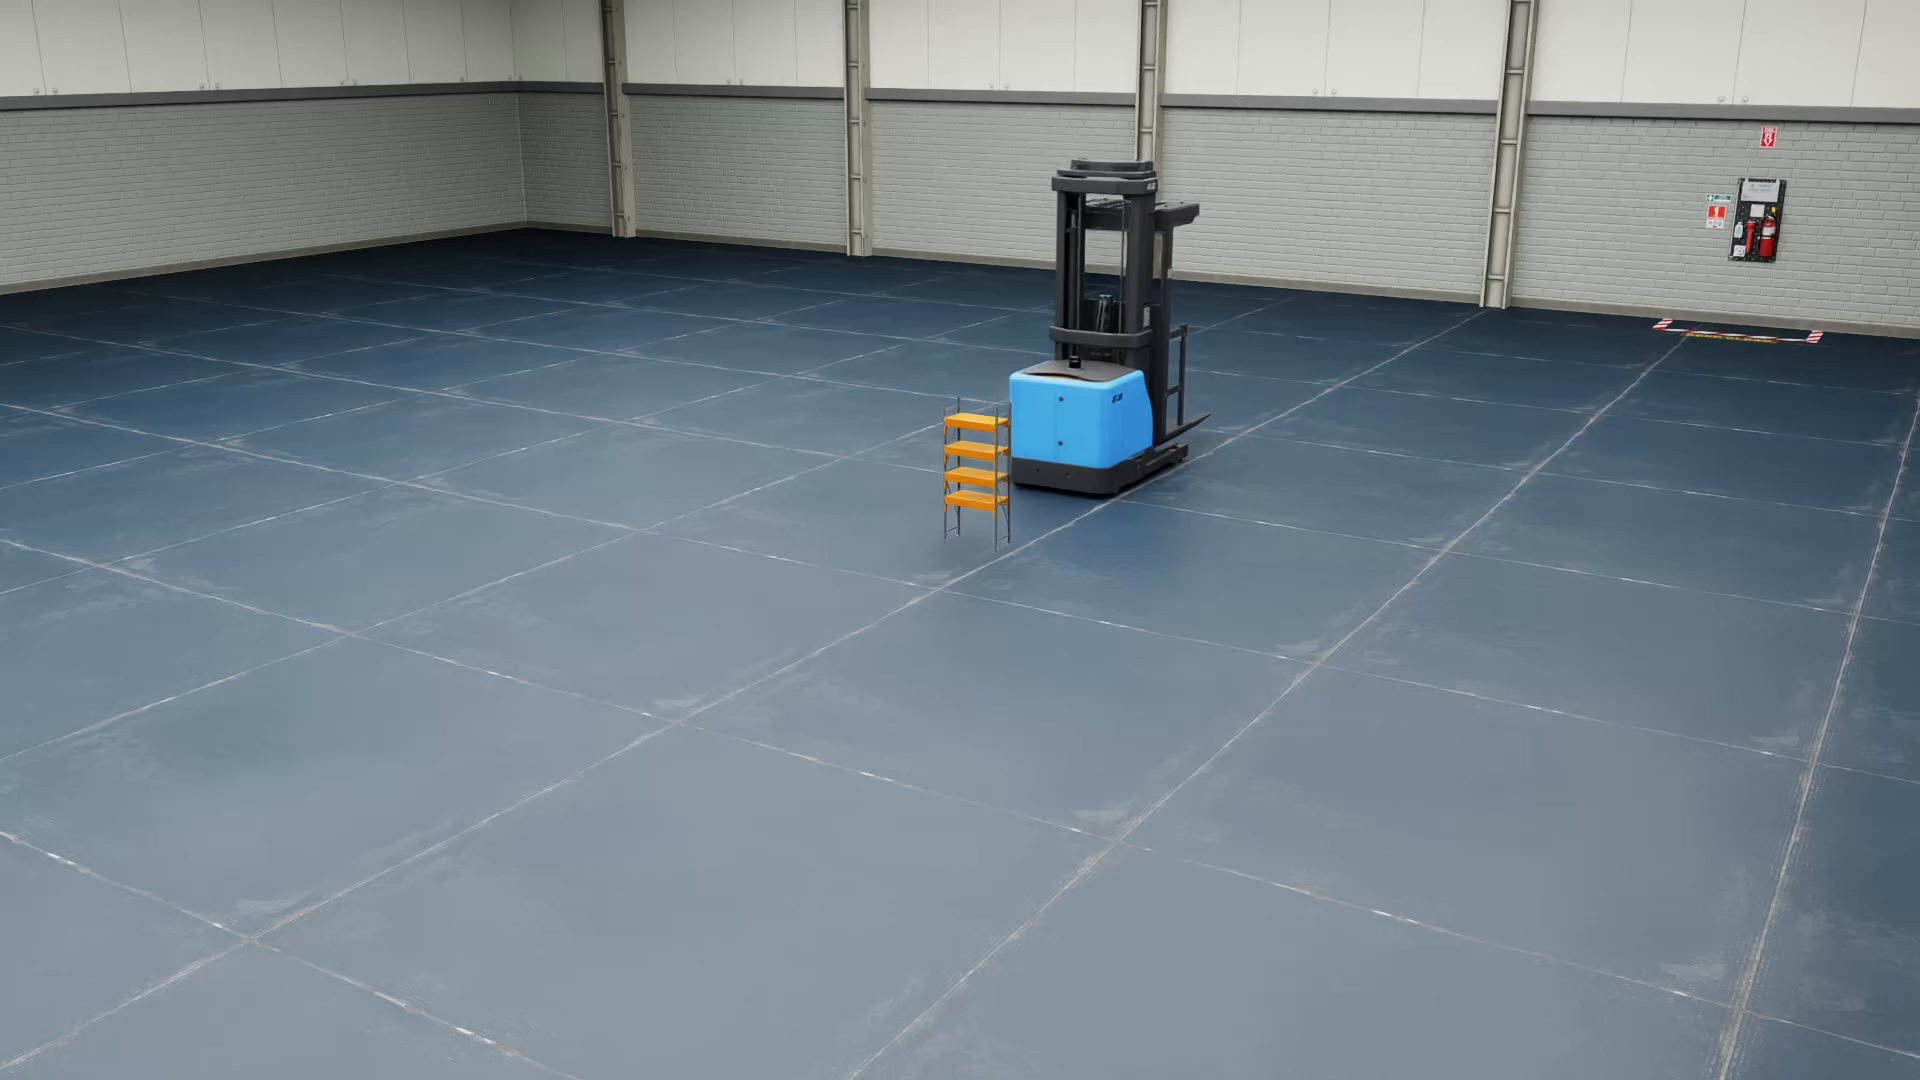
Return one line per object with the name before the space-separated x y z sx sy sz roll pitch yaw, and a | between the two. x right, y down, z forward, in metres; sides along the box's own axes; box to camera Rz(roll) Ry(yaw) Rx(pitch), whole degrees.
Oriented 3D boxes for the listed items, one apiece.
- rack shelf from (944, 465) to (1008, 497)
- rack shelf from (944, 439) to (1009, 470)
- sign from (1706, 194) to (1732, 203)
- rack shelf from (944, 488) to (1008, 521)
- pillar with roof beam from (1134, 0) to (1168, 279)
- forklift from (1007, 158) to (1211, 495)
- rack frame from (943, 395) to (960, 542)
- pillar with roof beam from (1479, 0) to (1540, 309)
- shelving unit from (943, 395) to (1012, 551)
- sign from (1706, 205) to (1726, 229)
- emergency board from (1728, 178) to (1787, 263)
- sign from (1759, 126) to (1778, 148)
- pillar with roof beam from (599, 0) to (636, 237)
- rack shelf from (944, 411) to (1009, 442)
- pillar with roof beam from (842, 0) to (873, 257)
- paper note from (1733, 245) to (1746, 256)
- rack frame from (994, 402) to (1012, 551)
rack shelf | 0.141 -0.485 13.643 0.480 0.148 0.258 10 20 30
rack shelf | 0.141 -0.699 13.578 0.480 0.148 0.258 10 20 30
sign | 10.919 -4.917 23.933 0.331 0.109 0.001 10 20 30
rack shelf | 0.141 -0.295 13.701 0.480 0.148 0.258 10 20 30
pillar with roof beam | 0.944 -7.783 24.022 0.400 9.000 9.100 10 20 30
forklift | 1.604 -2.192 16.055 1.130 2.935 3.031 9 19 28
rack frame | -0.067 -0.586 13.746 0.015 1.200 0.240 10 20 30
pillar with roof beam | 6.057 -6.871 21.018 0.400 9.000 9.100 10 20 30
shelving unit | 0.141 -0.549 13.624 0.503 1.200 0.258 10 20 30
sign | 10.920 -4.666 24.020 0.234 0.329 0.001 10 20 30
emergency board | 11.337 -4.539 23.664 0.643 1.169 0.194 10 20 30
sign | 11.382 -5.674 23.412 0.199 0.298 0.001 10 20 30
pillar with roof beam | -9.281 -9.609 30.031 0.400 9.000 9.100 10 20 30
rack shelf | 0.141 -0.925 13.510 0.480 0.148 0.258 10 20 30
pillar with roof beam | -4.168 -8.696 27.027 0.400 9.000 9.100 10 20 30
paper note | 11.222 -4.162 23.937 0.142 0.148 0.016 10 20 30
rack frame | 0.349 -0.512 13.502 0.015 1.200 0.240 10 20 30
